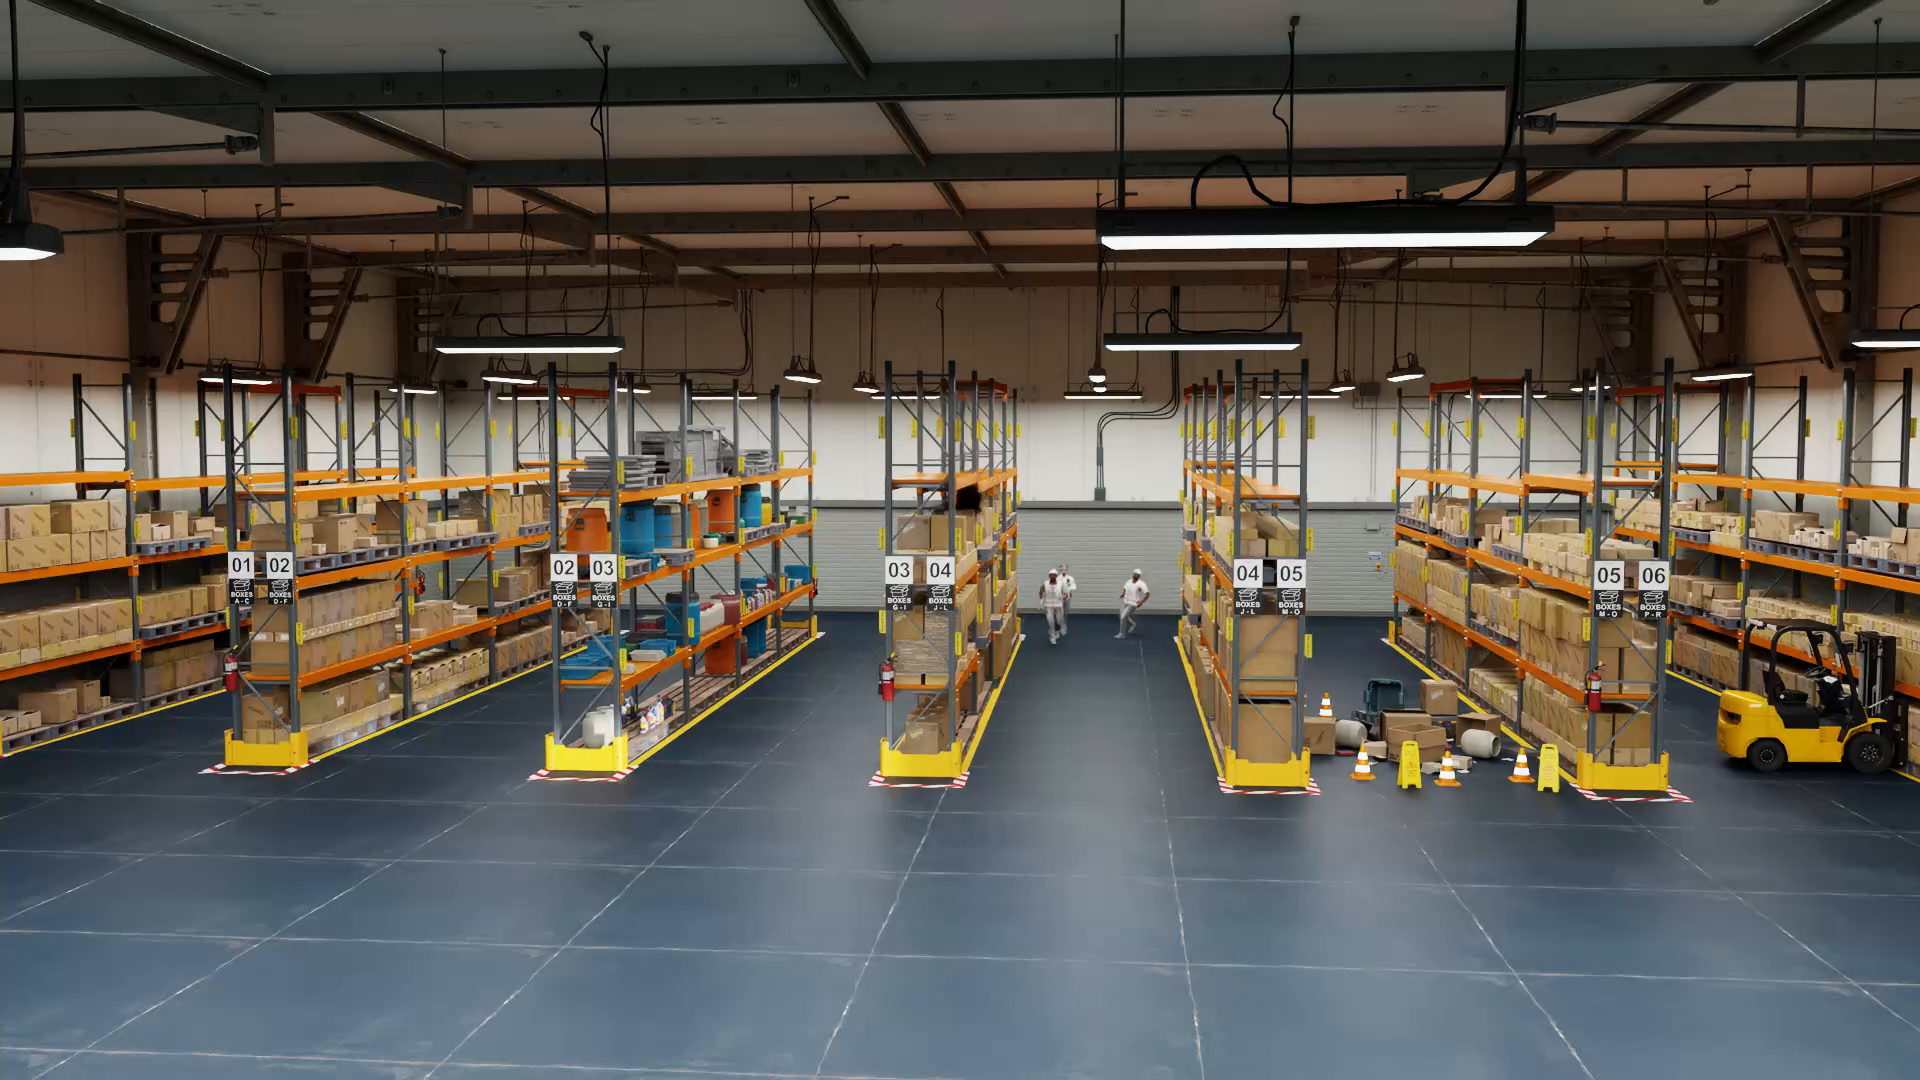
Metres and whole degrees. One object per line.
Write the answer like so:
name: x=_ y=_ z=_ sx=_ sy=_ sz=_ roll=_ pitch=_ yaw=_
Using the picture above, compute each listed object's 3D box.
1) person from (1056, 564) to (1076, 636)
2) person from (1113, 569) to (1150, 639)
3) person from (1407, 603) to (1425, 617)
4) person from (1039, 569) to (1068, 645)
person: x=2.555 y=1.446 z=40.955 sx=0.590 sy=1.719 sz=0.887 roll=0 pitch=4 yaw=-5
person: x=4.095 y=1.536 z=39.930 sx=0.732 sy=1.679 sz=0.774 roll=-2 pitch=4 yaw=-33
person: x=11.121 y=1.476 z=40.288 sx=0.672 sy=1.743 sz=0.691 roll=0 pitch=4 yaw=-1
person: x=2.190 y=1.559 z=38.986 sx=0.688 sy=1.755 sz=0.803 roll=0 pitch=4 yaw=4
